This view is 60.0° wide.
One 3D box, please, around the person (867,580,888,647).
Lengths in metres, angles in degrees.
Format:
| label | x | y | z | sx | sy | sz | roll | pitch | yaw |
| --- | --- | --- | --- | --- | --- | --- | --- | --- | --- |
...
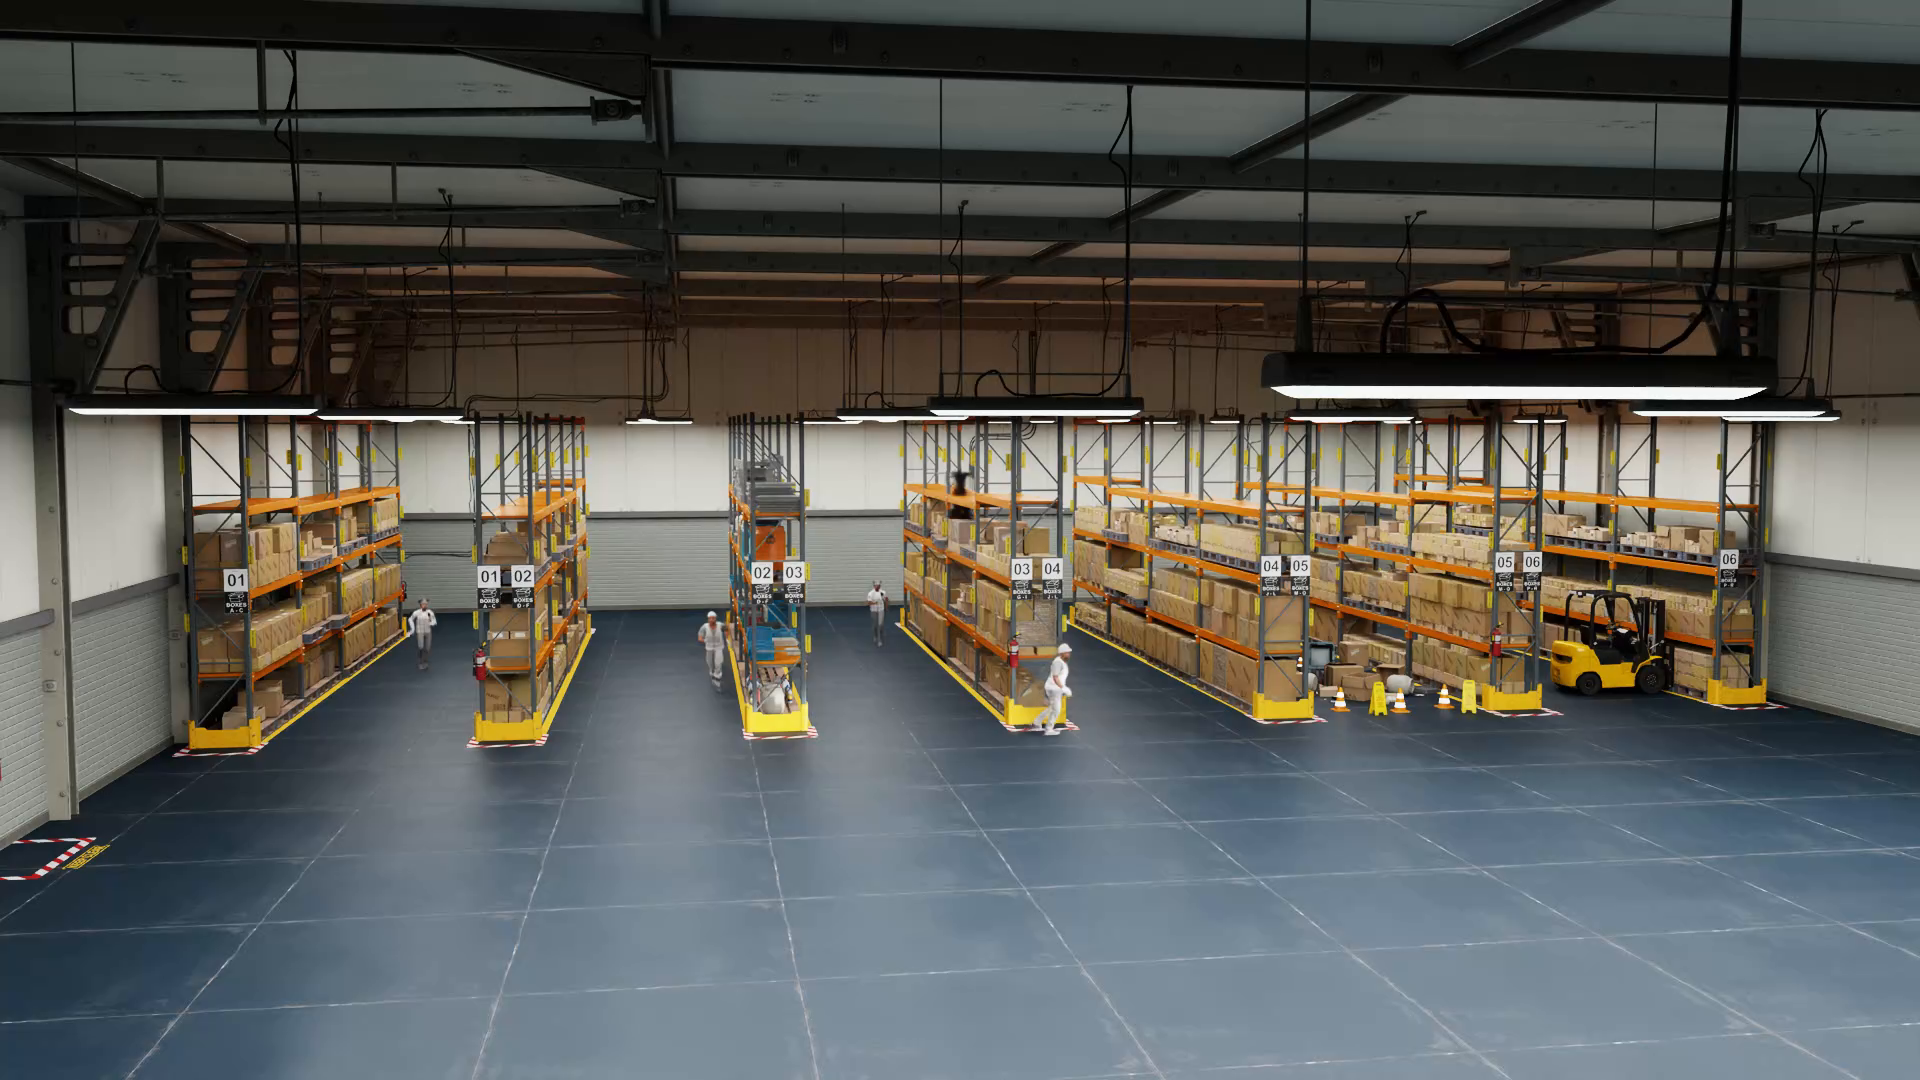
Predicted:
| label | x | y | z | sx | sy | sz | roll | pitch | yaw |
| --- | --- | --- | --- | --- | --- | --- | --- | --- | --- |
| person | -2.164 | 1.911 | 43.659 | 0.535 | 1.750 | 0.848 | 0 | 4 | -1 |

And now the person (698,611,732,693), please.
| label | x | y | z | sx | sy | sz | roll | pitch | yaw |
| --- | --- | --- | --- | --- | --- | --- | --- | --- | --- |
| person | -5.309 | 2.399 | 36.060 | 0.690 | 1.755 | 0.997 | 0 | 4 | -1 |

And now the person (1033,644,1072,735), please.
| label | x | y | z | sx | sy | sz | roll | pitch | yaw |
| --- | --- | --- | --- | --- | --- | --- | --- | --- | --- |
| person | 1.727 | 2.771 | 30.862 | 0.761 | 1.715 | 0.671 | 1 | 4 | 11 |

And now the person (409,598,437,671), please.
| label | x | y | z | sx | sy | sz | roll | pitch | yaw |
| --- | --- | --- | --- | --- | --- | --- | --- | --- | --- |
| person | -12.619 | 2.221 | 39.123 | 0.597 | 1.718 | 0.685 | -2 | 4 | -24 |
